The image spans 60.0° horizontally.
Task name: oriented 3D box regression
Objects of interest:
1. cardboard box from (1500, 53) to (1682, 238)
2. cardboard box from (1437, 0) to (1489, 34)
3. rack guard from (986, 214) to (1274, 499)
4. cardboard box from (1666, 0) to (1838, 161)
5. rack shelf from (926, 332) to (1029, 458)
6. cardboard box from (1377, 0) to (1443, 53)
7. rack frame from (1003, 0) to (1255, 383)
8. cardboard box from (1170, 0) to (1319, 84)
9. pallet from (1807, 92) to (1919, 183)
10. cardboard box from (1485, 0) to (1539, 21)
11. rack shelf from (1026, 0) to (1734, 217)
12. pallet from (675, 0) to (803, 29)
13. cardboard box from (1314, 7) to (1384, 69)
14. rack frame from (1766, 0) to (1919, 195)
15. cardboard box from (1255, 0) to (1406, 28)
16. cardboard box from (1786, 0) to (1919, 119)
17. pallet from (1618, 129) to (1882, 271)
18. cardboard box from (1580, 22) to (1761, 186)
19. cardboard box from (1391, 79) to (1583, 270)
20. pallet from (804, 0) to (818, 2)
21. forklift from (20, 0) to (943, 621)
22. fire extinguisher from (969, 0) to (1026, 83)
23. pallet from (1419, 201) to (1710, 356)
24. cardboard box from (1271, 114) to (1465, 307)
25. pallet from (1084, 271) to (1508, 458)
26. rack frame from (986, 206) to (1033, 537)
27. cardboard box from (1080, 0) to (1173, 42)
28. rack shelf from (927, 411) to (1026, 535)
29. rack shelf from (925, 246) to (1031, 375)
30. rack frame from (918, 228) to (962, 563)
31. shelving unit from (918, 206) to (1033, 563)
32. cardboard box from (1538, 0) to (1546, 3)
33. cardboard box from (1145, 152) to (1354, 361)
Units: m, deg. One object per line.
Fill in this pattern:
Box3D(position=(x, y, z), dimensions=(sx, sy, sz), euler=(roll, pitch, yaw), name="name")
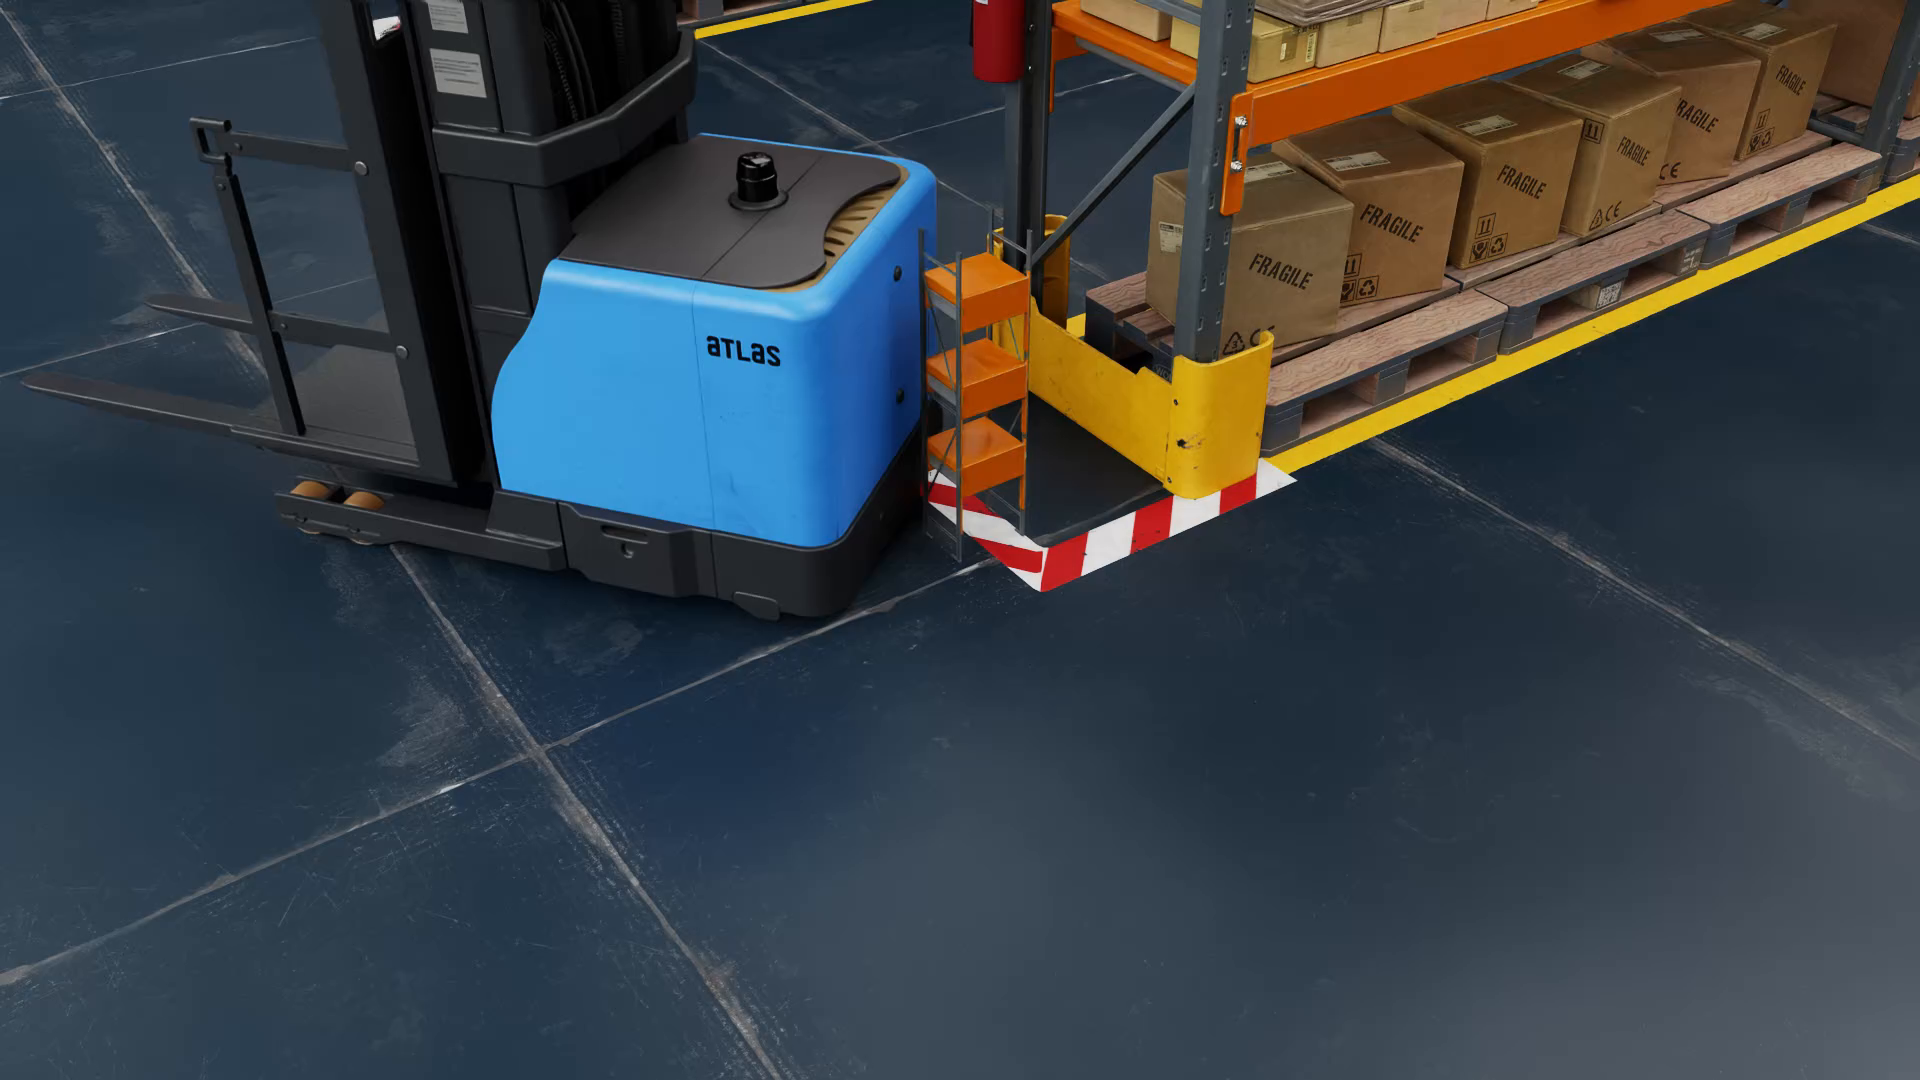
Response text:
Box3D(position=(2.479, -1.590, 6.673), dimensions=(0.500, 0.500, 0.500), euler=(-26, 43, -32), name="cardboard box")
Box3D(position=(1.476, -1.773, 5.361), dimensions=(0.250, 0.149, 0.380), euler=(-22, 41, -28), name="cardboard box")
Box3D(position=(0.548, -0.657, 5.736), dimensions=(0.348, 0.500, 1.175), euler=(-22, 41, -28), name="rack guard")
Box3D(position=(3.405, -2.032, 7.288), dimensions=(0.500, 0.500, 0.500), euler=(-24, 42, -29), name="cardboard box")
Box3D(position=(0.044, -0.436, 4.975), dimensions=(0.240, 0.259, 0.215), euler=(-22, 41, -28), name="rack shelf")
Box3D(position=(1.284, -1.679, 5.230), dimensions=(0.250, 0.149, 0.380), euler=(-22, 41, -28), name="cardboard box")
Box3D(position=(0.485, -1.647, 4.971), dimensions=(0.127, 3.000, 1.000), euler=(-22, 41, -28), name="rack frame")
Box3D(position=(0.856, -1.527, 5.019), dimensions=(0.250, 0.149, 0.380), euler=(-22, 41, -28), name="cardboard box")
Box3D(position=(4.391, -2.123, 8.021), dimensions=(1.213, 0.211, 1.003), euler=(-22, 41, -28), name="pallet")
Box3D(position=(1.685, -1.853, 5.473), dimensions=(0.250, 0.149, 0.380), euler=(-22, 41, -28), name="cardboard box")
Box3D(position=(2.120, -2.027, 6.116), dimensions=(4.000, 0.370, 1.077), euler=(-22, 41, -28), name="rack shelf")
Box3D(position=(-1.666, -3.197, 9.515), dimensions=(1.213, 0.211, 1.003), euler=(-22, 41, -28), name="pallet")
Box3D(position=(1.071, -1.602, 5.123), dimensions=(0.250, 0.149, 0.380), euler=(-22, 41, -28), name="cardboard box")
Box3D(position=(3.755, -2.992, 6.841), dimensions=(0.127, 3.000, 1.000), euler=(-22, 41, -28), name="rack frame")
Box3D(position=(0.951, -1.980, 5.094), dimensions=(0.500, 0.500, 0.875), euler=(-22, 41, -28), name="cardboard box")
Box3D(position=(4.269, -2.352, 7.716), dimensions=(0.500, 0.500, 0.700), euler=(-26, 43, -31), name="cardboard box")
Box3D(position=(3.226, -1.617, 7.318), dimensions=(1.213, 0.211, 1.003), euler=(-22, 41, -28), name="pallet")
Box3D(position=(2.941, -1.836, 7.015), dimensions=(0.500, 0.500, 0.500), euler=(-10, 37, -14), name="cardboard box")
Box3D(position=(1.997, -1.423, 6.441), dimensions=(0.500, 0.500, 0.500), euler=(-18, 40, -24), name="cardboard box")
Box3D(position=(-0.669, -3.605, 10.082), dimensions=(1.213, 0.211, 1.003), euler=(-22, 41, -28), name="pallet")
Box3D(position=(-1.632, -1.454, 4.762), dimensions=(3.031, 2.935, 1.130), euler=(11, 37, 14), name="forklift")
Box3D(position=(0.126, -1.797, 5.245), dimensions=(0.183, 0.674, 0.296), euler=(-22, 41, -28), name="fire extinguisher")
Box3D(position=(2.228, -1.205, 6.744), dimensions=(1.213, 0.211, 1.003), euler=(-22, 41, -28), name="pallet")
Box3D(position=(1.474, -1.222, 6.161), dimensions=(0.500, 0.500, 0.500), euler=(-12, 37, -16), name="cardboard box")
Box3D(position=(1.232, -0.797, 6.177), dimensions=(1.213, 0.211, 1.003), euler=(-22, 41, -28), name="pallet")
Box3D(position=(0.143, -0.485, 5.025), dimensions=(0.008, 1.050, 0.200), euler=(-22, 41, -28), name="rack frame")
Box3D(position=(0.599, -1.739, 5.314), dimensions=(0.250, 0.149, 0.380), euler=(-22, 41, -28), name="cardboard box")
Box3D(position=(0.044, -0.210, 5.137), dimensions=(0.240, 0.259, 0.215), euler=(-22, 41, -28), name="rack shelf")
Box3D(position=(0.044, -0.666, 4.809), dimensions=(0.240, 0.259, 0.215), euler=(-22, 41, -28), name="rack shelf")
Box3D(position=(-0.056, -0.403, 4.911), dimensions=(0.008, 1.050, 0.200), euler=(-22, 41, -28), name="rack frame")
Box3D(position=(0.044, -0.444, 4.968), dimensions=(0.252, 1.050, 0.215), euler=(-22, 41, -28), name="shelving unit")
Box3D(position=(1.874, -1.950, 5.608), dimensions=(0.250, 0.149, 0.380), euler=(-22, 41, -28), name="cardboard box")
Box3D(position=(1.005, -1.004, 5.859), dimensions=(0.500, 0.500, 0.500), euler=(-15, 38, -20), name="cardboard box")
